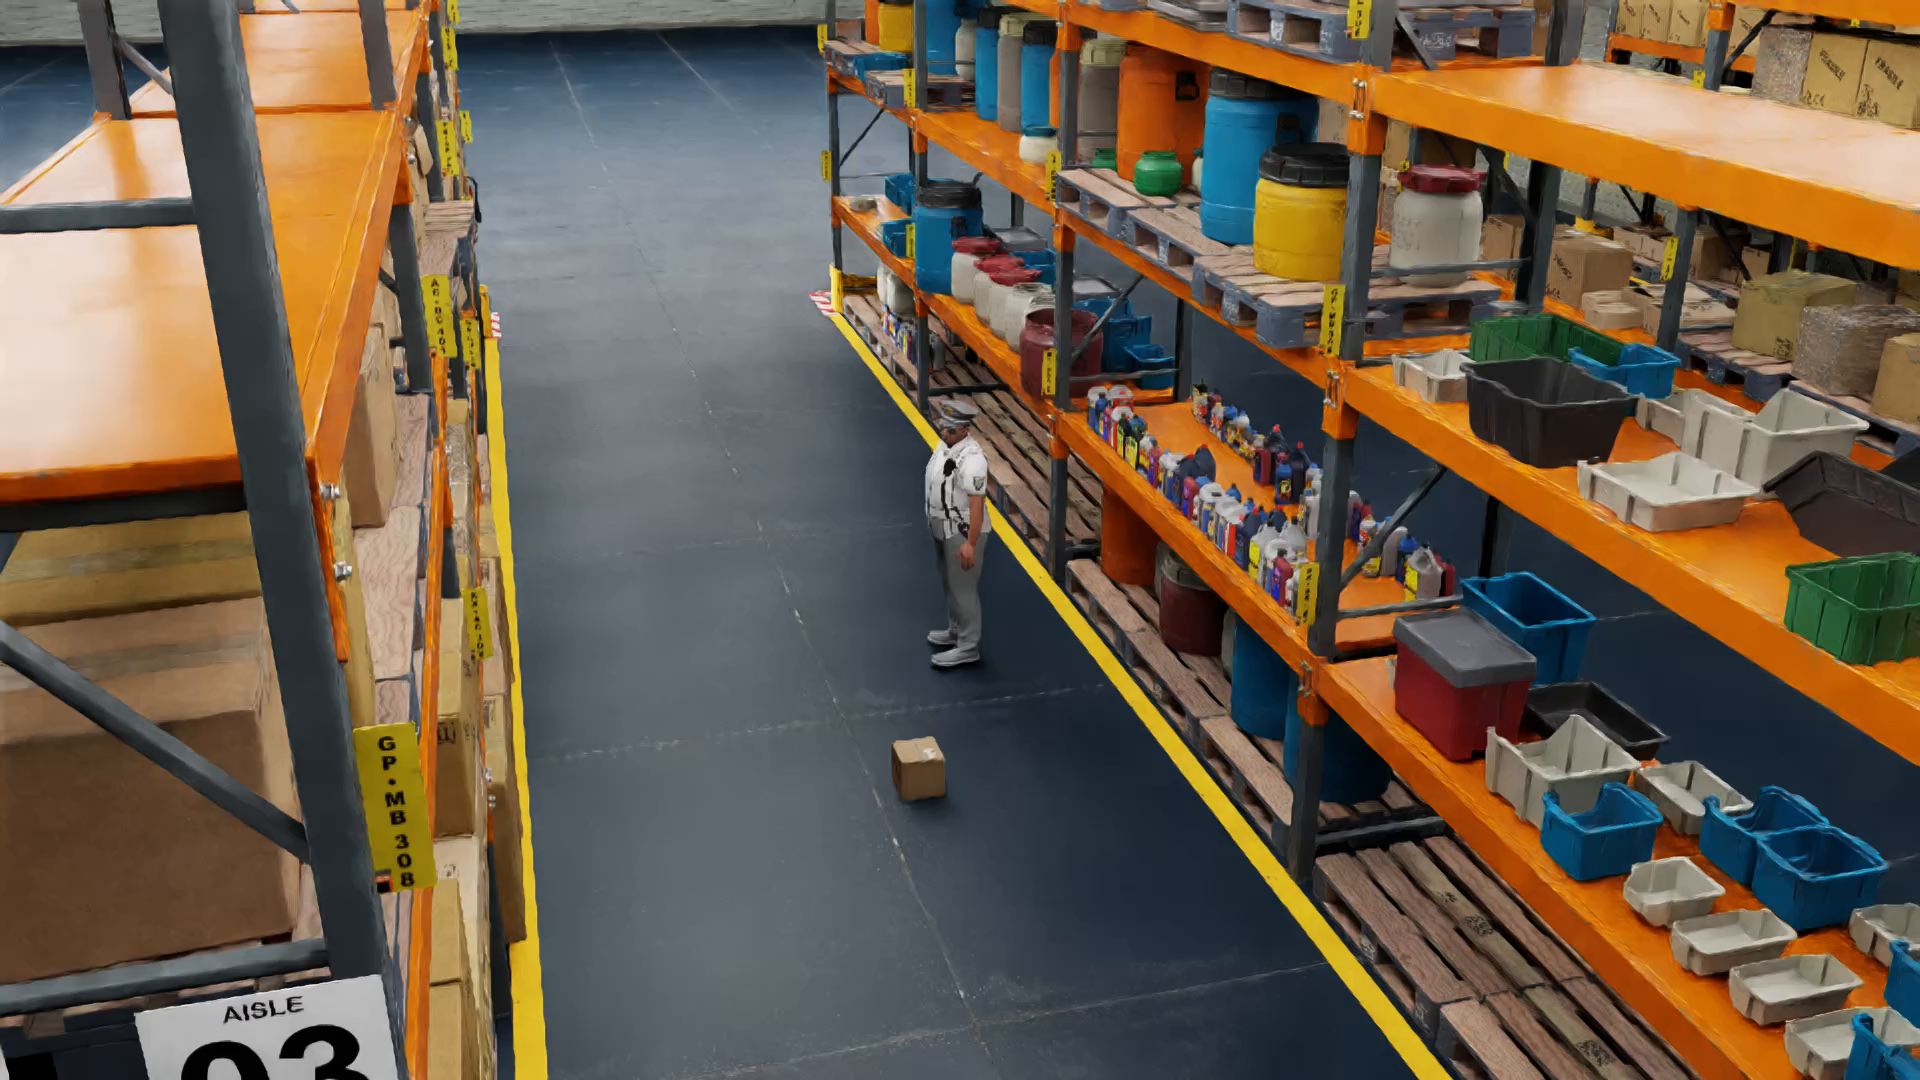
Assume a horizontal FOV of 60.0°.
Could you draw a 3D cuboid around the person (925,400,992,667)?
[{"bbox_3d":[-0.032,-0.054,10.715,0.413,1.769,0.614,-9,24,-20],"label":"person"}]
